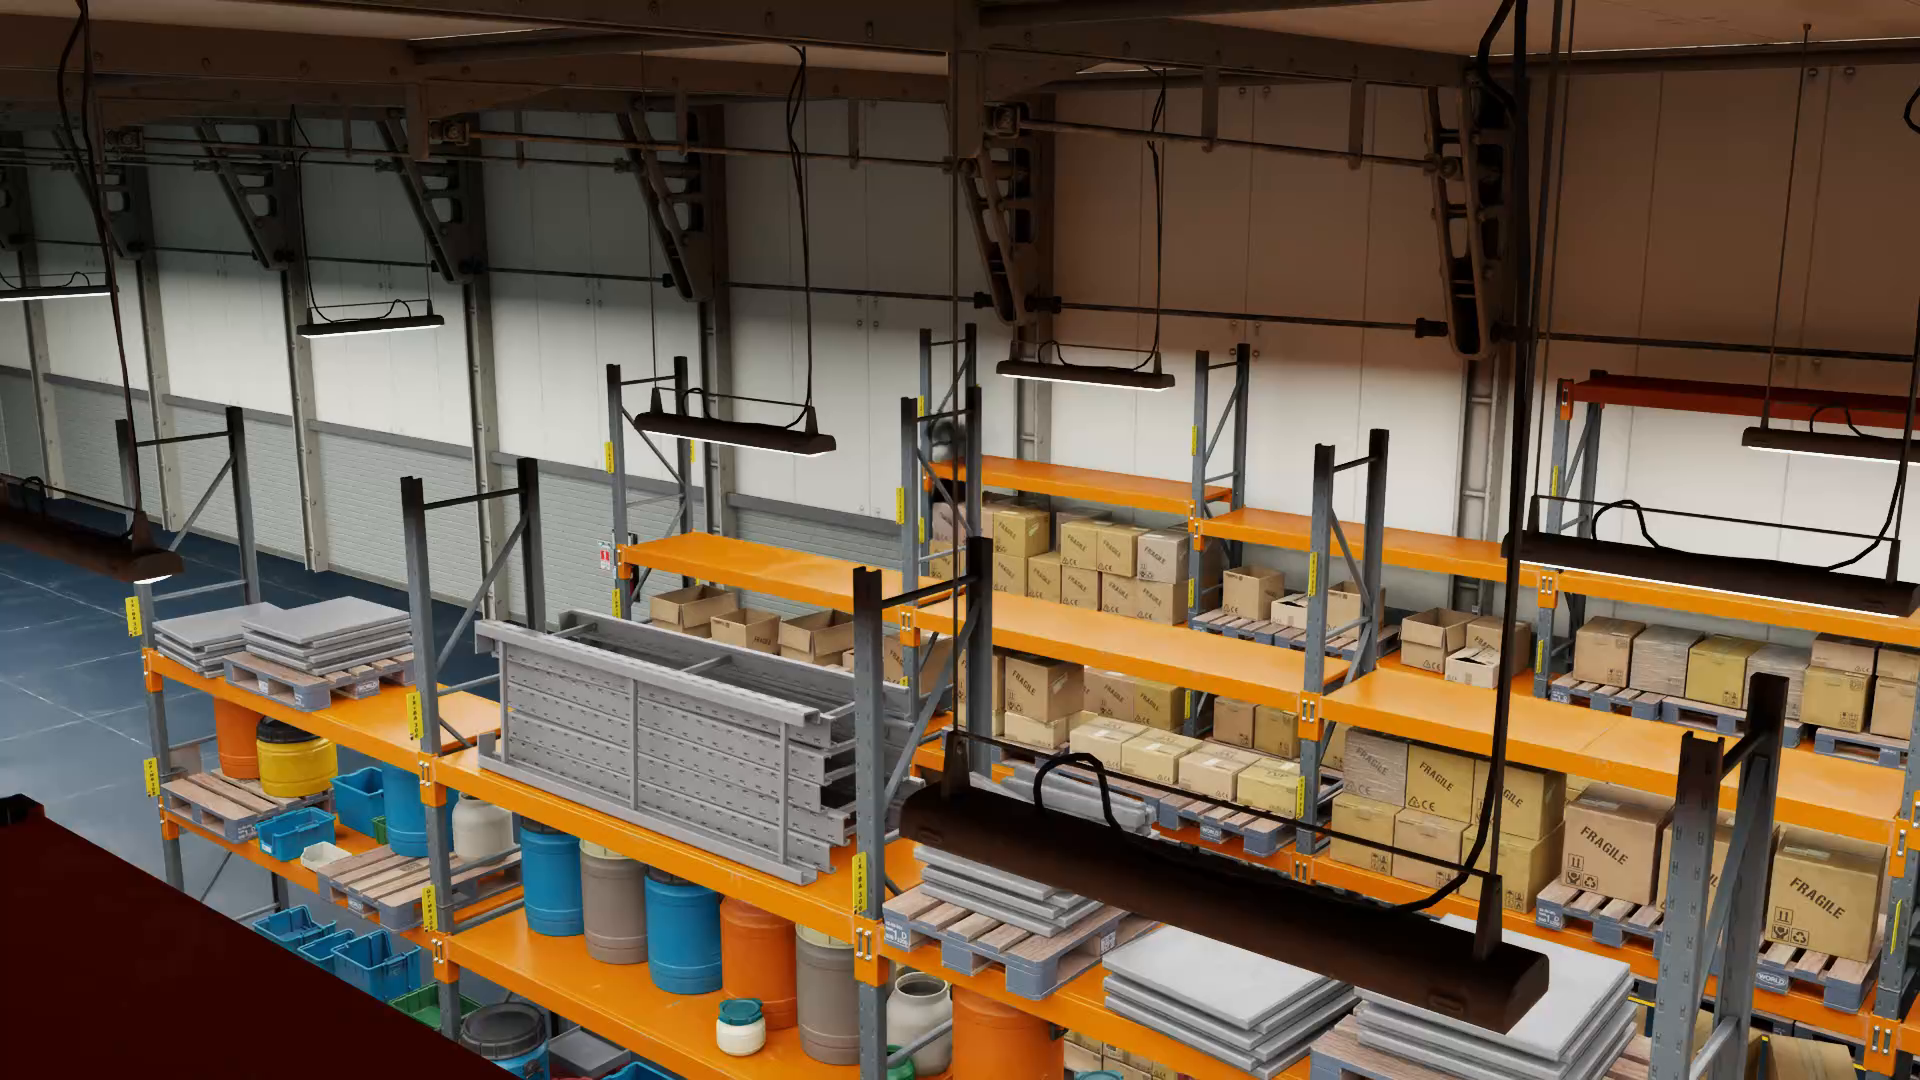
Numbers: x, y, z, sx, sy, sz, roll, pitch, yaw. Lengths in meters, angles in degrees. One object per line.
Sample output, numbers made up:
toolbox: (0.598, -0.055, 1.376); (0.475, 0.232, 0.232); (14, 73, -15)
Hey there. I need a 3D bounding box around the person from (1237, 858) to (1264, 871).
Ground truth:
person: (2.743, 3.753, 15.813); (0.766, 1.760, 0.549); (9, 15, 34)
